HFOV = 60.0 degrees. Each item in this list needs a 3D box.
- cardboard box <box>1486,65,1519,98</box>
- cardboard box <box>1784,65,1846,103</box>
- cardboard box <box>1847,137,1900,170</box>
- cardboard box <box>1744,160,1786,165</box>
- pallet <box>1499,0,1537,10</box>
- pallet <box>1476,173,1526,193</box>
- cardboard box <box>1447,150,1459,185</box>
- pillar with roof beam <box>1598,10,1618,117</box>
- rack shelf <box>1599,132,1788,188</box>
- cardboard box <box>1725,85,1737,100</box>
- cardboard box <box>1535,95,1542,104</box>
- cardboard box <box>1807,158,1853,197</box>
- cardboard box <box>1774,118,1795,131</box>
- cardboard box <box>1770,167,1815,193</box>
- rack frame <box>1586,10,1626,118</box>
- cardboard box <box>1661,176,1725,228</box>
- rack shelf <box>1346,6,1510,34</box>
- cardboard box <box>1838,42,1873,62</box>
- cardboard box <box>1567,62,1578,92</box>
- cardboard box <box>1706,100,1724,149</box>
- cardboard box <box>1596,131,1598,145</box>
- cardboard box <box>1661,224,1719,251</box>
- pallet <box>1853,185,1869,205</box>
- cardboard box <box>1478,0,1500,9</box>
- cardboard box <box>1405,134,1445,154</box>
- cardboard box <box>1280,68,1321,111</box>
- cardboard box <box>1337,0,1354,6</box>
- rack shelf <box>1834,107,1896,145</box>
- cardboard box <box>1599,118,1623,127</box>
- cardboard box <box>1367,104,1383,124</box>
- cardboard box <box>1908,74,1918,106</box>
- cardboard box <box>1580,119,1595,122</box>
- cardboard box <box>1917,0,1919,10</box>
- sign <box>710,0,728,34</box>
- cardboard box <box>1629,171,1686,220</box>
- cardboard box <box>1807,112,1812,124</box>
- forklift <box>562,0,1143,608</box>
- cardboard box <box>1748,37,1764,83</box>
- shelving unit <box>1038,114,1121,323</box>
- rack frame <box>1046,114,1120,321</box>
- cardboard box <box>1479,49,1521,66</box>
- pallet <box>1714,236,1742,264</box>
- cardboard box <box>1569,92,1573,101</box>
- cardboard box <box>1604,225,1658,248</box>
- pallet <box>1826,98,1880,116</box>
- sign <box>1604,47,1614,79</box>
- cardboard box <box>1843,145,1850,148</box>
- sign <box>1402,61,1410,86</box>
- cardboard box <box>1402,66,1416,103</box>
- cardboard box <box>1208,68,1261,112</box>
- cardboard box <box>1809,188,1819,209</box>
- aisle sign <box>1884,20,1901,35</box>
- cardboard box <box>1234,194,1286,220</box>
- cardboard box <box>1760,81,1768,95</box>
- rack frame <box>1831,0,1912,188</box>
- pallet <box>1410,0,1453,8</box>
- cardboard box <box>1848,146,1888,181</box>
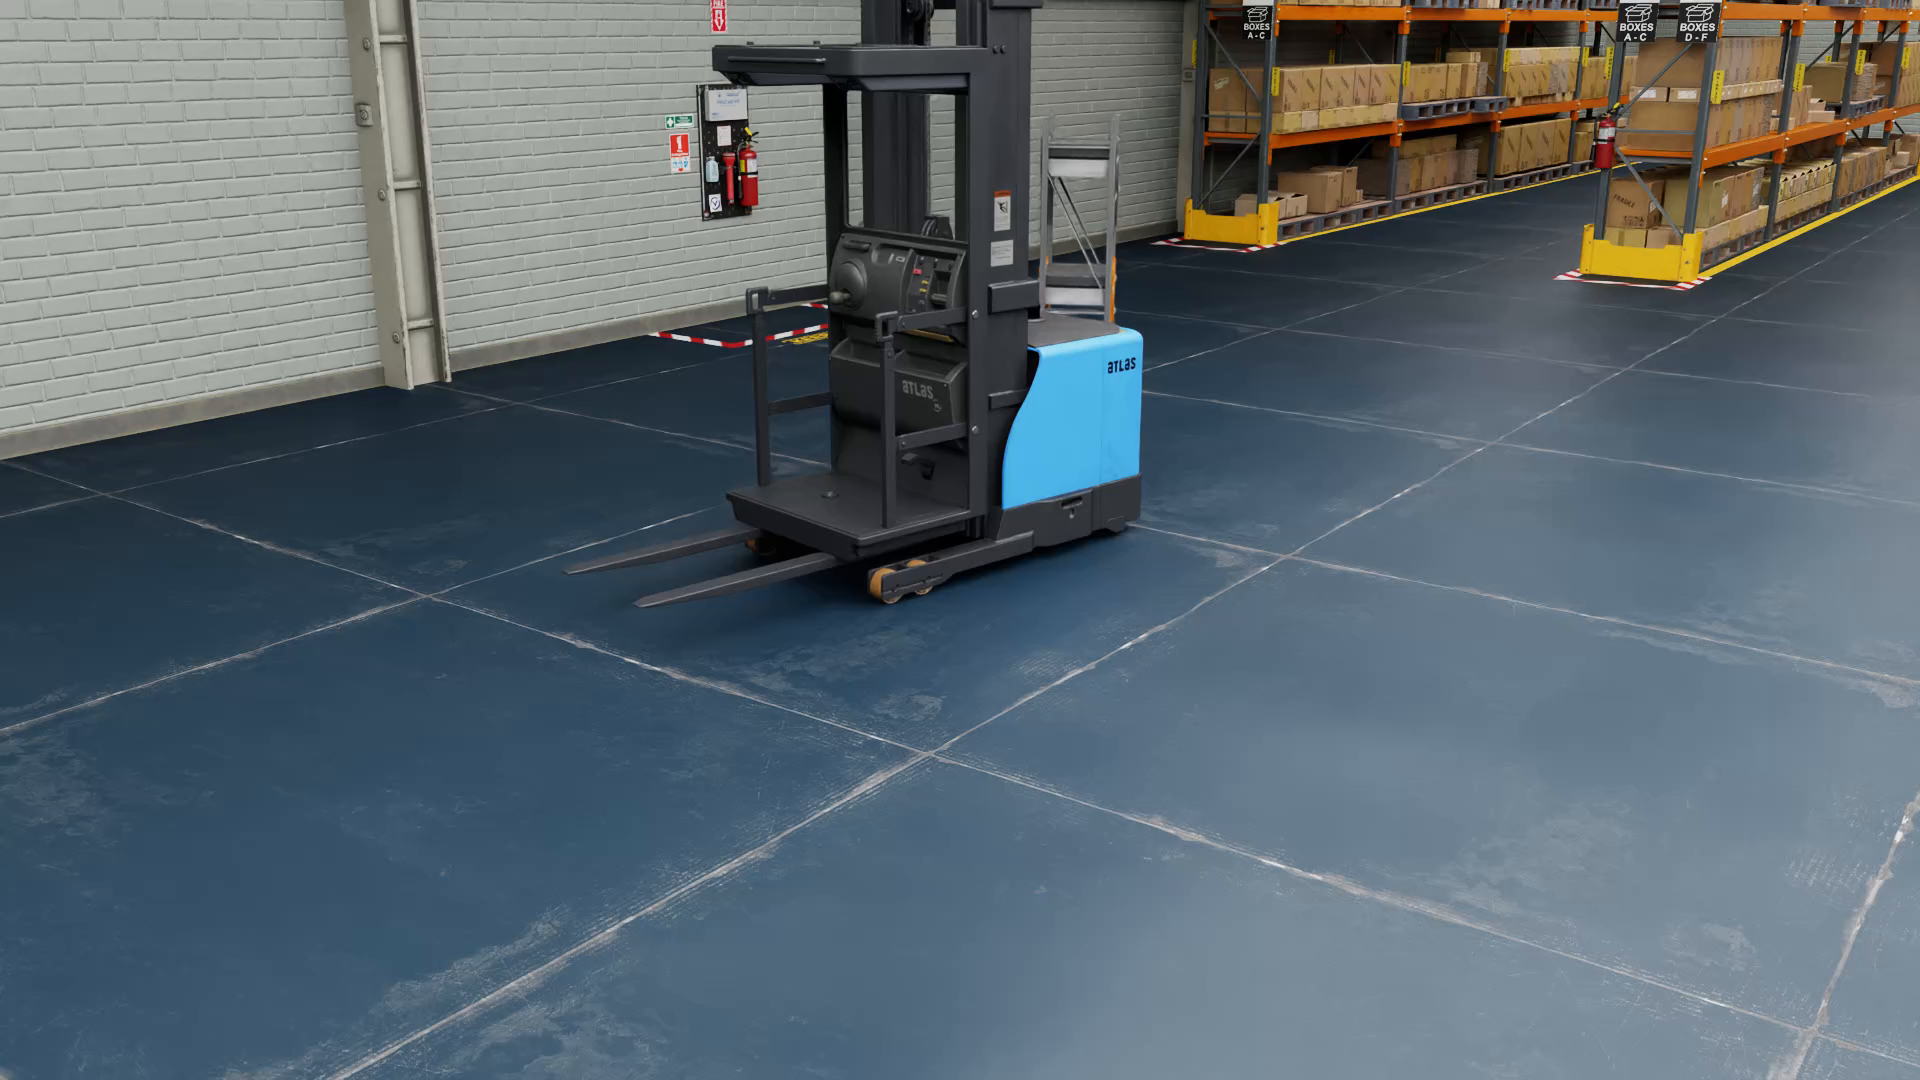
[{"bbox_3d":[8.591,-7.334,26.600,0.500,0.500,0.500,13,22,36],"label":"cardboard box"},{"bbox_3d":[12.361,-6.608,24.089,0.700,0.500,0.500,5,18,16],"label":"cardboard box"},{"bbox_3d":[15.575,-6.609,28.436,0.797,0.503,0.637,12,21,35],"label":"cardboard box"},{"bbox_3d":[11.222,-5.146,23.239,0.500,0.311,0.500,12,21,33],"label":"cardboard box"},{"bbox_3d":[8.437,-8.570,26.542,1.213,0.211,1.003,14,22,37],"label":"pallet"},{"bbox_3d":[8.626,-5.907,27.411,1.003,0.211,1.213,12,21,35],"label":"pallet"},{"bbox_3d":[7.308,-5.798,25.830,0.700,0.500,0.500,12,21,35],"label":"cardboard box"},{"bbox_3d":[17.234,-11.870,31.795,9.100,9.000,0.400,12,21,35],"label":"pillar with roof beam"},{"bbox_3d":[8.501,-4.417,19.124,1.077,0.370,4.000,12,21,35],"label":"rack shelf"},{"bbox_3d":[8.330,-4.944,18.344,0.380,0.149,0.250,12,21,33],"label":"cardboard box"},{"bbox_3d":[9.545,-7.420,27.970,0.380,0.149,0.250,13,22,36],"label":"cardboard box"},{"bbox_3d":[12.577,-5.264,24.111,0.500,0.500,0.500,14,22,37],"label":"cardboard box"},{"bbox_3d":[10.385,-5.292,21.152,0.380,0.149,0.250,12,21,35],"label":"cardboard box"},{"bbox_3d":[11.054,-4.813,22.169,0.500,0.311,0.500,13,22,36],"label":"cardboard box"},{"bbox_3d":[12.862,-8.970,32.571,1.000,3.000,0.127,12,21,35],"label":"rack frame"},{"bbox_3d":[8.104,-3.738,18.387,0.500,0.500,0.500,12,21,35],"label":"cardboard box"},{"bbox_3d":[6.904,-7.677,24.563,1.077,0.370,4.000,12,21,35],"label":"rack shelf"},{"bbox_3d":[14.553,-7.834,27.059,0.500,0.500,0.500,13,21,35],"label":"cardboard box"},{"bbox_3d":[10.406,-8.062,28.944,0.500,0.500,0.500,12,21,34],"label":"cardboard box"},{"bbox_3d":[7.907,-4.567,18.225,0.700,0.500,0.500,13,22,36],"label":"cardboard box"},{"bbox_3d":[11.616,-7.425,31.103,0.700,0.500,0.500,13,21,36],"label":"cardboard box"},{"bbox_3d":[8.103,-3.380,18.499,0.500,0.250,0.500,12,21,35],"label":"cardboard box"},{"bbox_3d":[13.279,-5.319,25.516,1.003,0.211,1.213,12,21,35],"label":"pallet"},{"bbox_3d":[7.883,-8.245,25.295,0.500,0.311,0.500,12,21,35],"label":"cardboard box"},{"bbox_3d":[7.016,-6.010,25.249,0.500,0.250,0.500,12,21,34],"label":"cardboard box"},{"bbox_3d":[4.157,-5.632,20.776,0.500,0.500,0.500,12,21,35],"label":"cardboard box"},{"bbox_3d":[4.686,-7.062,21.166,0.500,0.500,0.500,14,22,38],"label":"cardboard box"},{"bbox_3d":[13.268,-6.323,25.260,1.077,0.370,4.000,12,21,35],"label":"rack shelf"},{"bbox_3d":[12.444,-7.978,31.791,0.380,0.149,0.250,13,22,36],"label":"cardboard box"},{"bbox_3d":[5.370,-5.766,22.473,0.500,0.250,0.500,13,21,35],"label":"cardboard box"},{"bbox_3d":[15.584,-7.505,27.685,0.500,0.500,0.500,12,21,34],"label":"cardboard box"},{"bbox_3d":[11.838,-7.926,31.623,0.380,0.149,0.250,13,21,35],"label":"cardboard box"},{"bbox_3d":[15.249,-8.694,26.878,0.500,0.250,0.500,12,21,35],"label":"cardboard box"},{"bbox_3d":[-2.112,-4.591,14.560,0.001,0.298,0.199,12,21,35],"label":"sign"},{"bbox_3d":[7.974,-3.951,19.074,0.500,0.500,0.500,12,21,35],"label":"cardboard box"},{"bbox_3d":[11.362,-5.756,22.646,0.380,0.149,0.250,14,22,39],"label":"cardboard box"},{"bbox_3d":[-0.464,-1.275,7.909,3.031,2.935,1.130,-15,23,-40],"label":"forklift"},{"bbox_3d":[8.835,-5.558,19.228,0.700,0.500,0.500,12,21,35],"label":"cardboard box"},{"bbox_3d":[0.668,-1.341,9.510,0.431,2.100,0.503,3,17,7],"label":"shelving unit"},{"bbox_3d":[0.699,-1.412,9.742,0.400,2.100,0.015,3,17,7],"label":"rack frame"},{"bbox_3d":[8.590,-7.691,26.486,0.500,0.250,0.500,13,22,36],"label":"cardboard box"},{"bbox_3d":[8.459,-3.432,19.439,1.003,0.211,1.213,12,21,35],"label":"pallet"},{"bbox_3d":[10.505,-7.776,29.117,0.380,0.149,0.250,13,21,35],"label":"cardboard box"},{"bbox_3d":[7.392,-3.352,18.408,0.500,0.250,0.500,12,21,35],"label":"cardboard box"},{"bbox_3d":[13.231,-6.562,25.142,1.003,0.211,1.213,12,21,35],"label":"pallet"},{"bbox_3d":[6.882,-5.050,17.596,0.100,0.325,0.005,12,21,35],"label":"sign"},{"bbox_3d":[13.976,-6.087,26.760,0.500,0.500,0.500,11,21,32],"label":"cardboard box"},{"bbox_3d":[6.153,-6.431,22.936,0.100,0.325,0.005,12,21,35],"label":"sign"},{"bbox_3d":[6.043,-6.485,23.658,0.700,0.500,0.500,12,21,35],"label":"cardboard box"},{"bbox_3d":[3.439,-5.605,20.690,0.500,0.500,0.500,12,21,34],"label":"cardboard box"},{"bbox_3d":[11.352,-4.666,22.641,0.500,0.250,0.500,13,21,36],"label":"cardboard box"},{"bbox_3d":[16.648,-9.405,29.589,0.394,0.787,0.004,12,21,35],"label":"aisle sign"},{"bbox_3d":[3.813,-4.234,21.112,0.500,0.311,0.500,10,20,29],"label":"cardboard box"},{"bbox_3d":[9.244,-5.308,19.517,0.380,0.149,0.250,12,21,35],"label":"cardboard box"},{"bbox_3d":[14.460,-7.143,26.687,1.000,3.000,0.127,12,21,35],"label":"rack frame"},{"bbox_3d":[6.166,-7.583,23.363,1.213,0.211,1.003,12,21,35],"label":"pallet"},{"bbox_3d":[14.396,-5.991,26.451,0.500,0.500,0.500,12,21,34],"label":"cardboard box"}]
